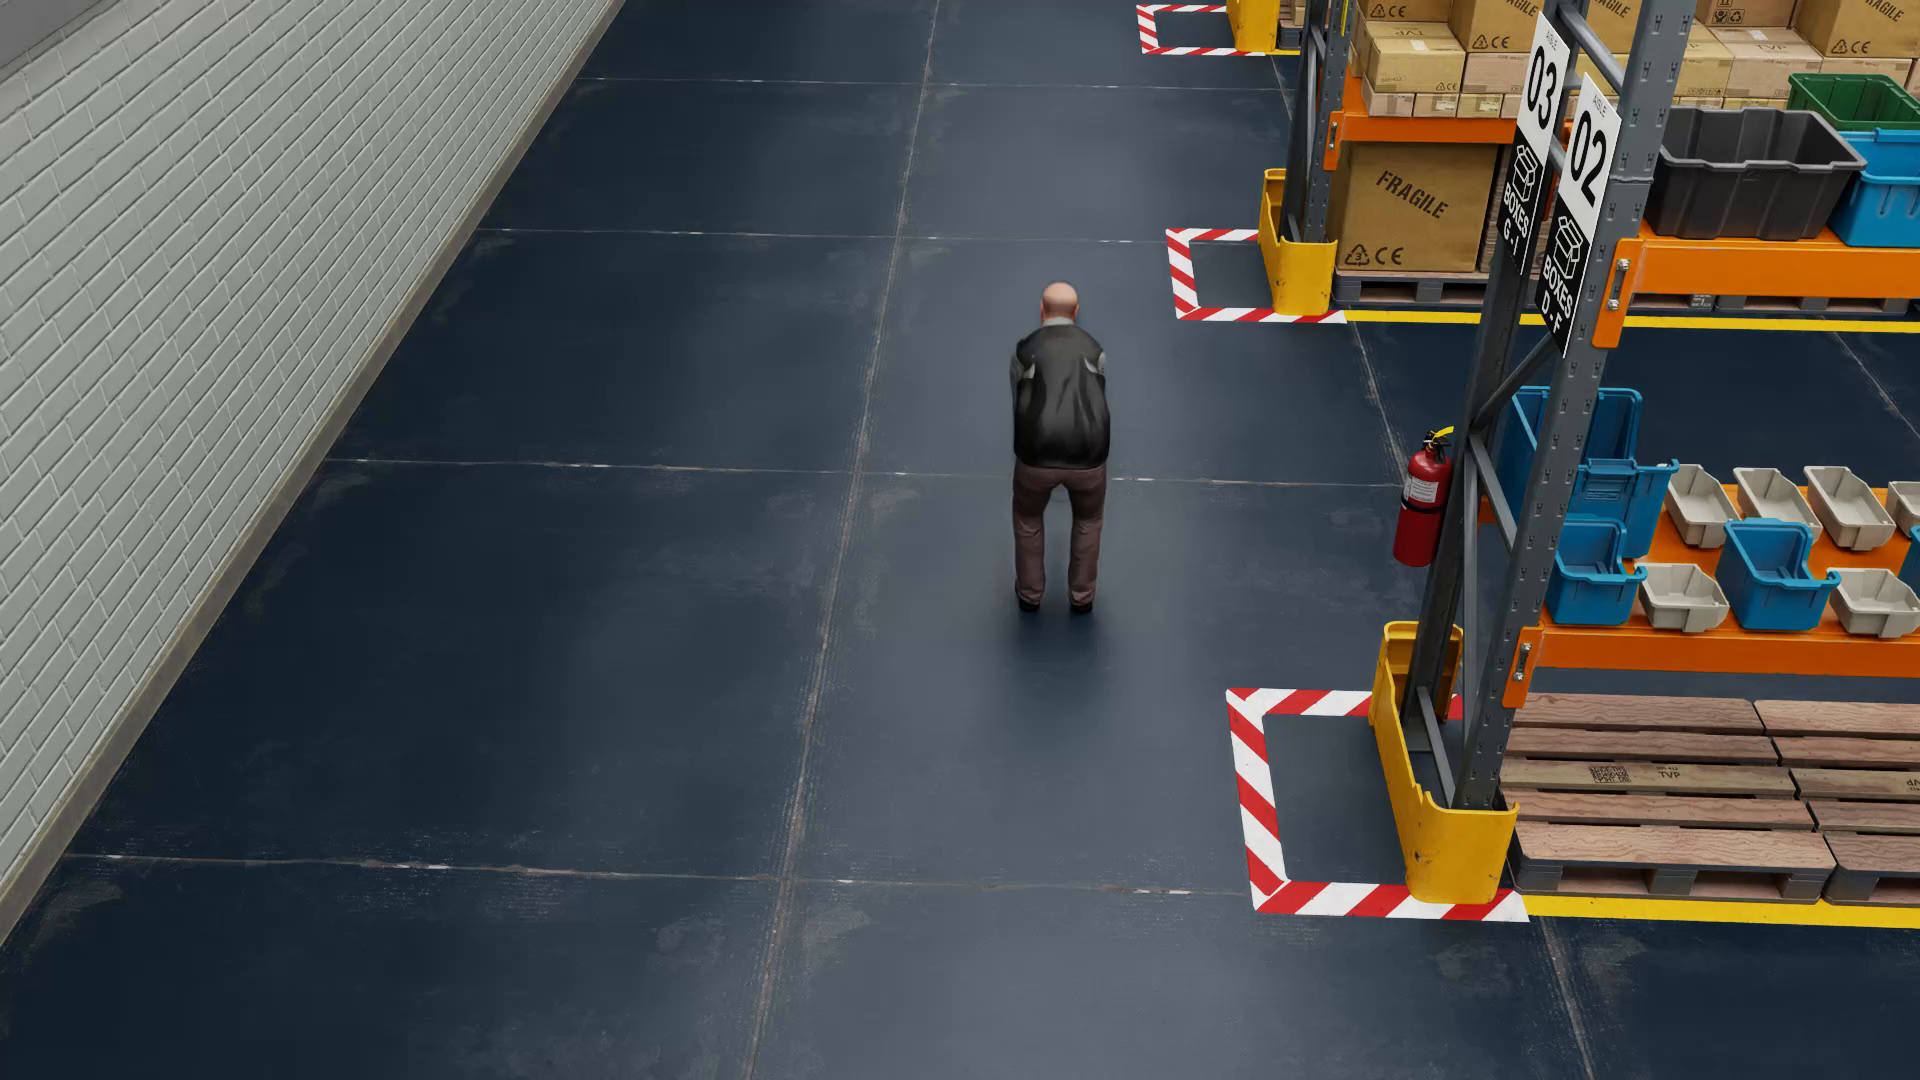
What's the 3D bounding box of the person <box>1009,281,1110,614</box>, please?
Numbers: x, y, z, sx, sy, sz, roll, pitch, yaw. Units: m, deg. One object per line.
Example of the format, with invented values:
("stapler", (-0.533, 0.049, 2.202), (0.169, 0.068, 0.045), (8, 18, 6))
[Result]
("person", (0.462, -0.416, 7.935), (0.466, 1.481, 0.799), (1, 35, 1))
